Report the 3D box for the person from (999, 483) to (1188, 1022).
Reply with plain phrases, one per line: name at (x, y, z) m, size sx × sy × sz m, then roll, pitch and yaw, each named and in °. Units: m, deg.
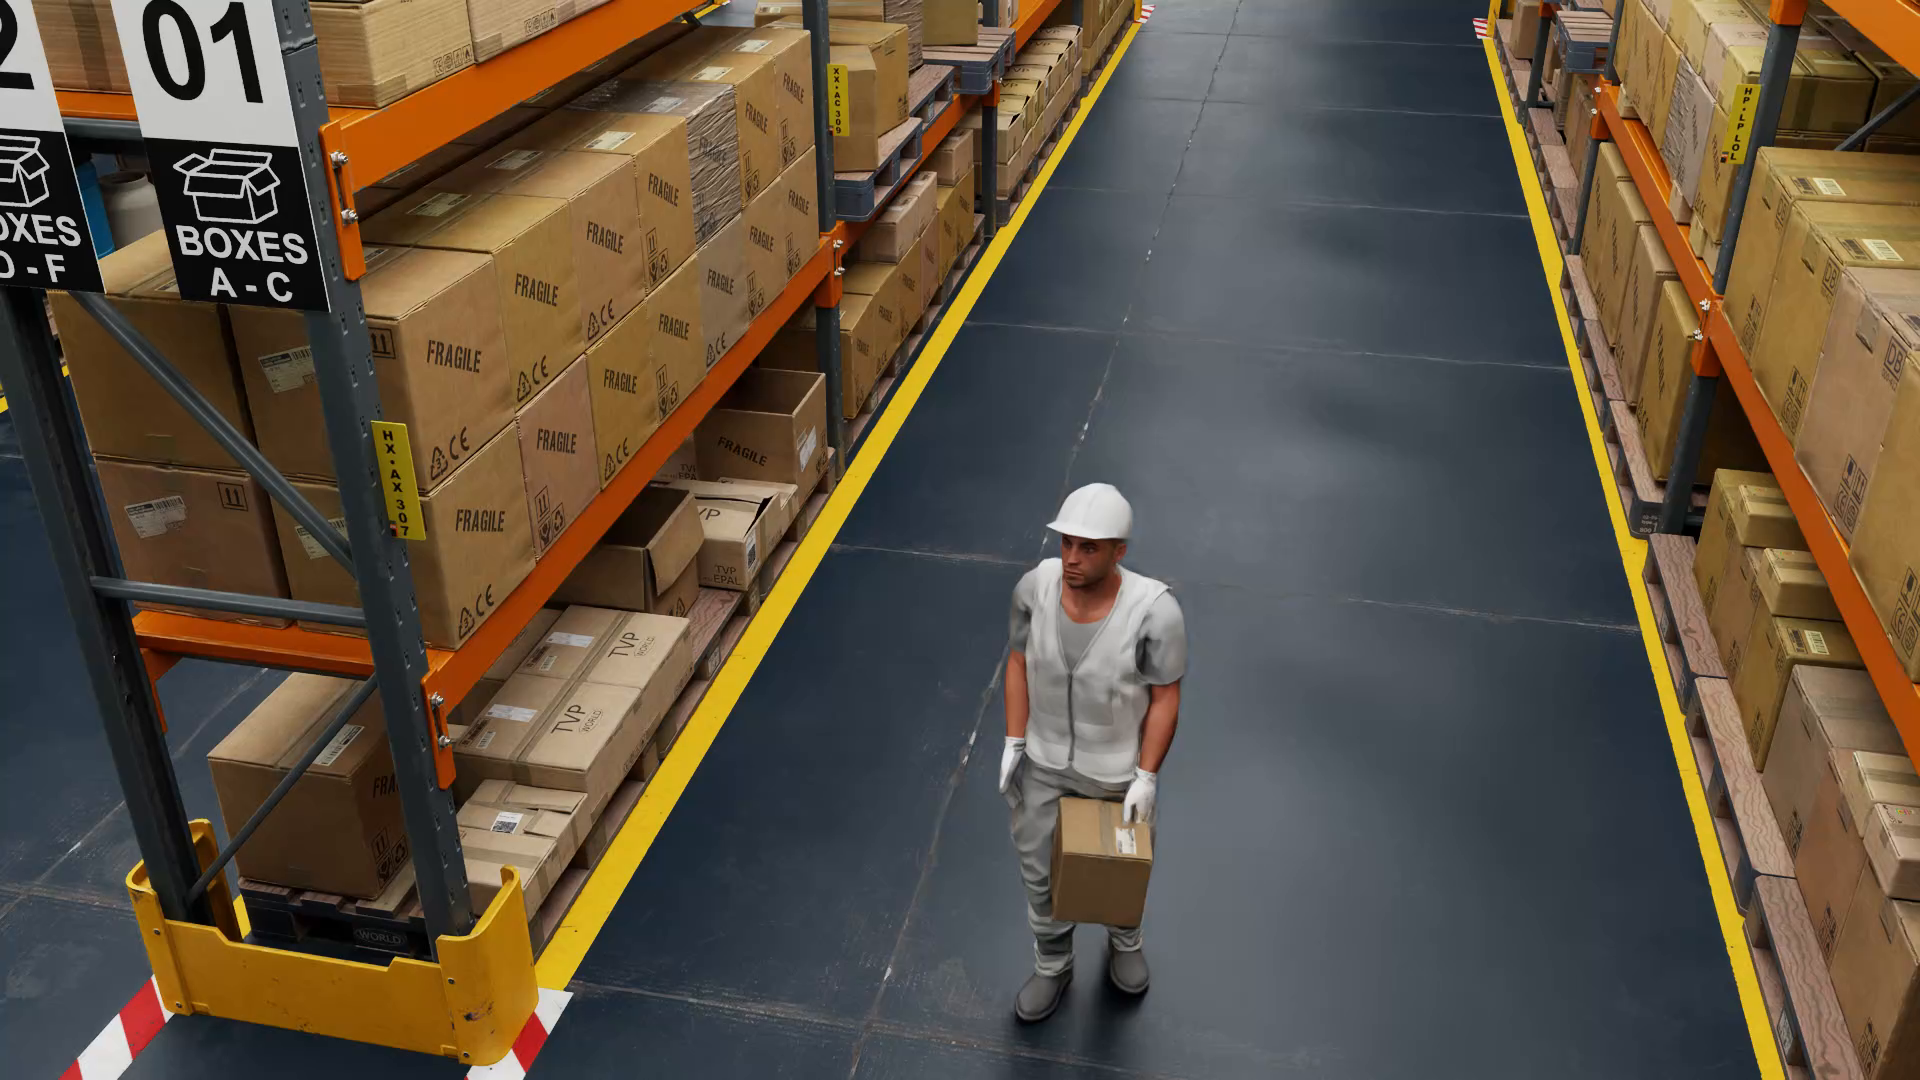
person at (0.385, 0.639, 4.924) m, size 0.536 × 1.788 × 0.506 m, roll 12°, pitch 31°, yaw 21°
